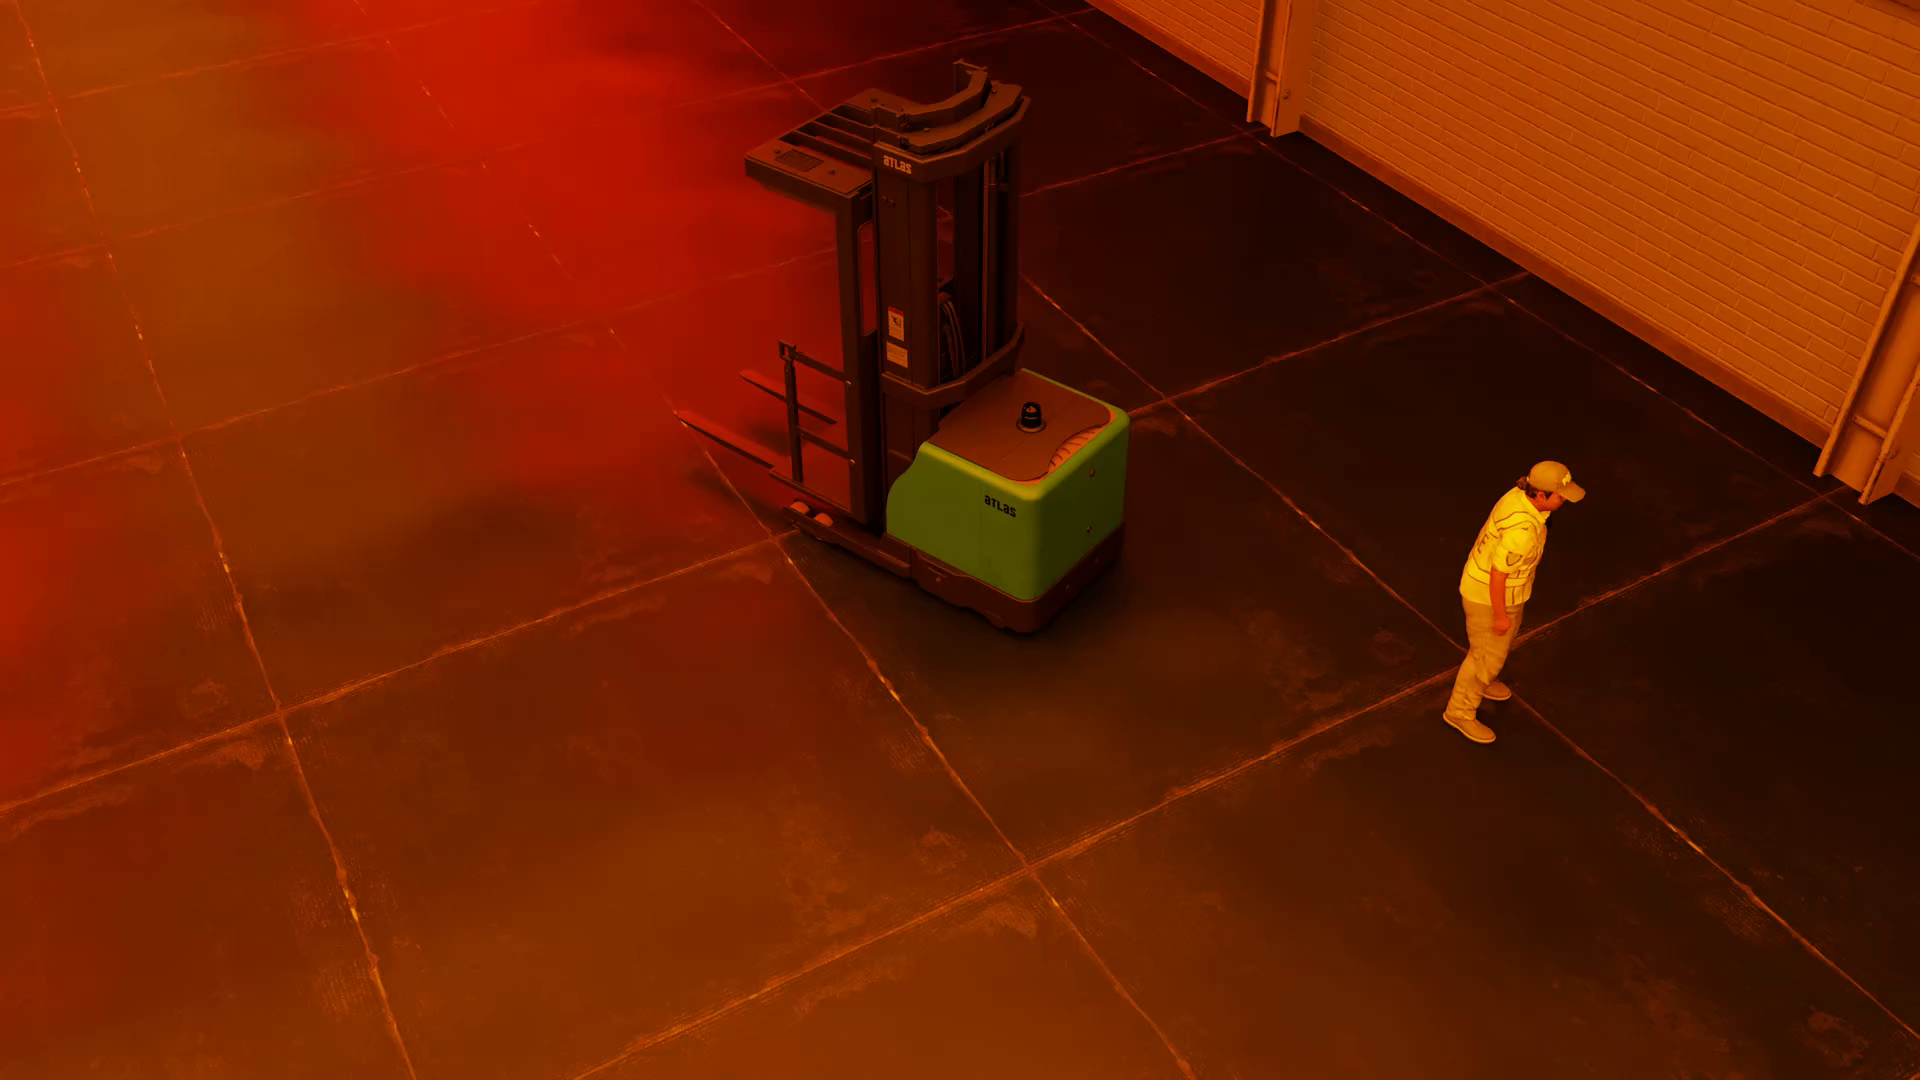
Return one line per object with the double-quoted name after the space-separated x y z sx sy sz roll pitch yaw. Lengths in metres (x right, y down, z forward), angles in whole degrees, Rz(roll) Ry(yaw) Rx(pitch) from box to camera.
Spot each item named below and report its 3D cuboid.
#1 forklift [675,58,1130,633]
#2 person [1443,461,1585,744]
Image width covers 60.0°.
-0.481 -1.366 9.683 3.031 2.935 1.130 26 46 28 "forklift"
2.854 0.277 8.695 0.465 1.667 0.565 17 42 19 "person"
